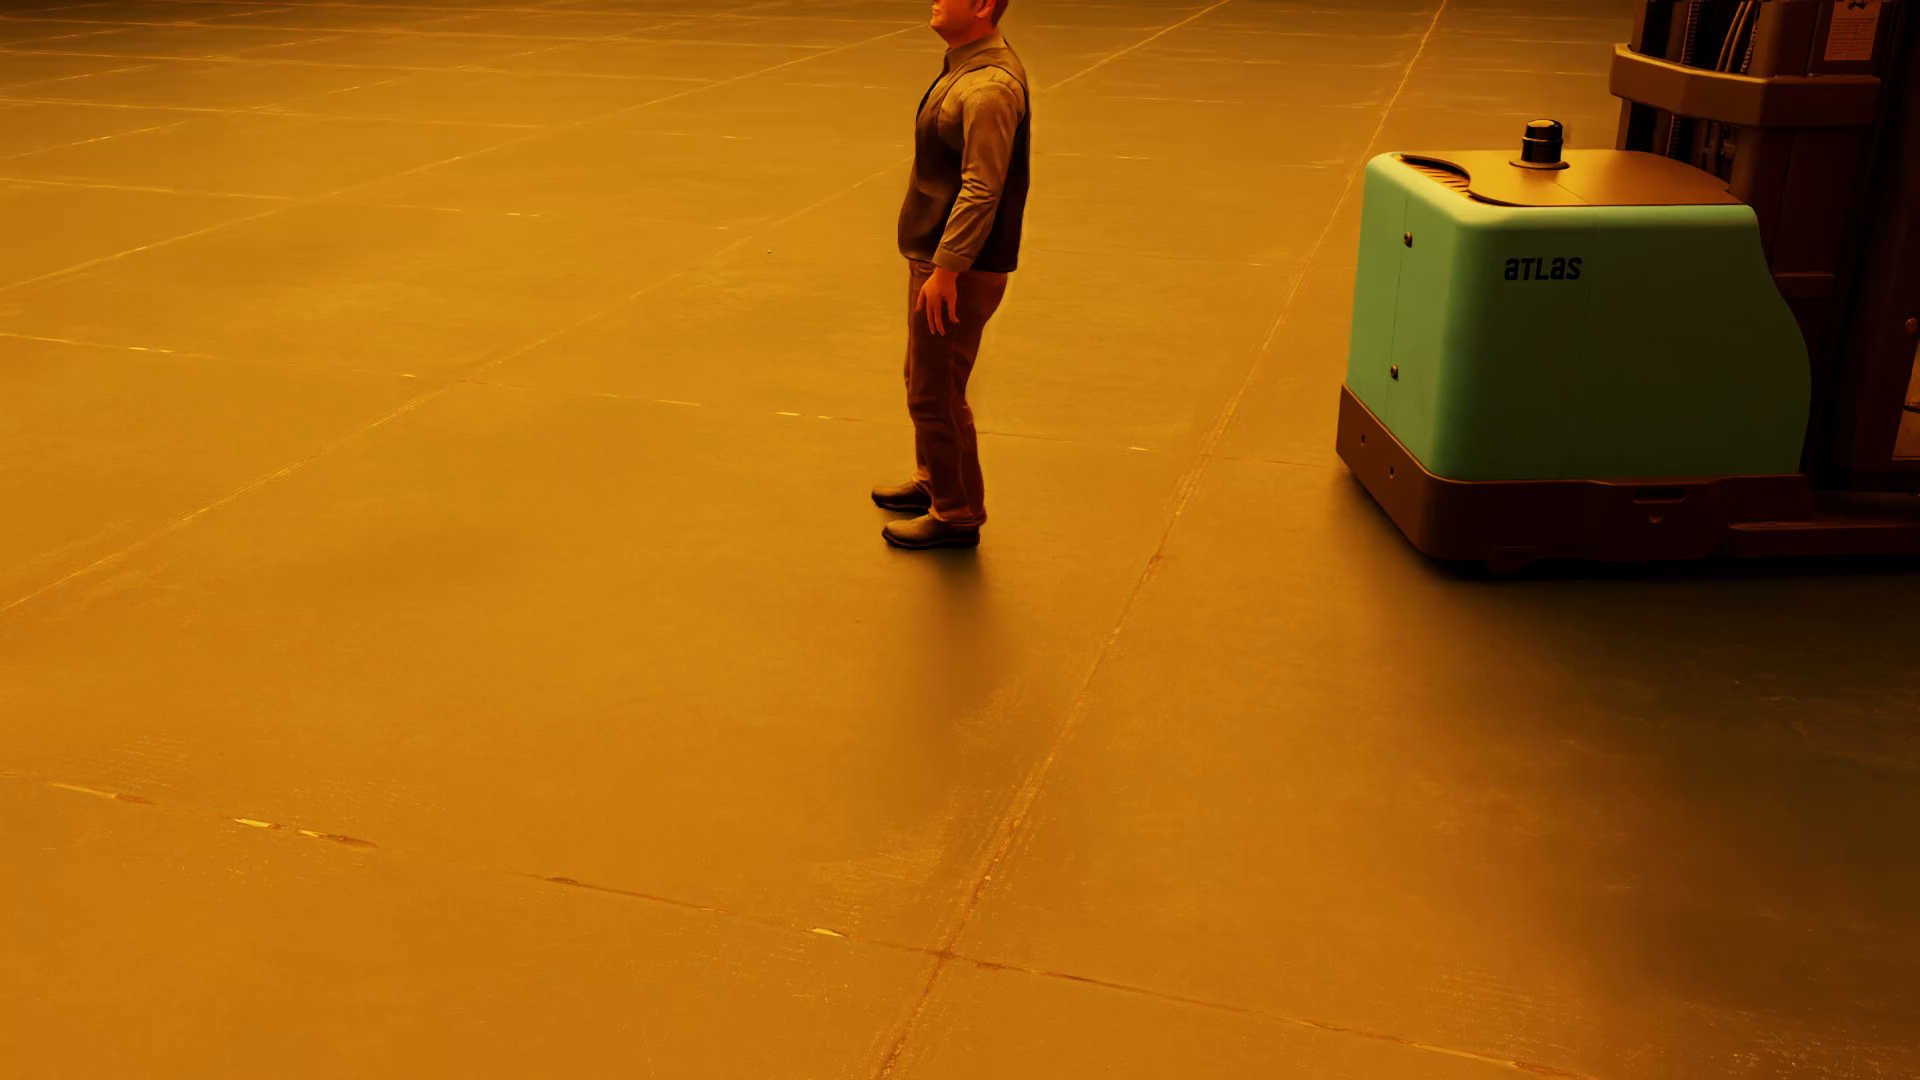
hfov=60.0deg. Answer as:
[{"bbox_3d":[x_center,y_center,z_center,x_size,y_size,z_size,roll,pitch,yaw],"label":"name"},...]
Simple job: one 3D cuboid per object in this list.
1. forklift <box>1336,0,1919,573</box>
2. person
[{"bbox_3d":[2.819,-1.463,4.824,3.031,2.935,1.130,-1,22,-4],"label":"forklift"},{"bbox_3d":[-0.040,-0.801,4.812,0.476,1.719,0.698,-1,22,-2],"label":"person"}]
